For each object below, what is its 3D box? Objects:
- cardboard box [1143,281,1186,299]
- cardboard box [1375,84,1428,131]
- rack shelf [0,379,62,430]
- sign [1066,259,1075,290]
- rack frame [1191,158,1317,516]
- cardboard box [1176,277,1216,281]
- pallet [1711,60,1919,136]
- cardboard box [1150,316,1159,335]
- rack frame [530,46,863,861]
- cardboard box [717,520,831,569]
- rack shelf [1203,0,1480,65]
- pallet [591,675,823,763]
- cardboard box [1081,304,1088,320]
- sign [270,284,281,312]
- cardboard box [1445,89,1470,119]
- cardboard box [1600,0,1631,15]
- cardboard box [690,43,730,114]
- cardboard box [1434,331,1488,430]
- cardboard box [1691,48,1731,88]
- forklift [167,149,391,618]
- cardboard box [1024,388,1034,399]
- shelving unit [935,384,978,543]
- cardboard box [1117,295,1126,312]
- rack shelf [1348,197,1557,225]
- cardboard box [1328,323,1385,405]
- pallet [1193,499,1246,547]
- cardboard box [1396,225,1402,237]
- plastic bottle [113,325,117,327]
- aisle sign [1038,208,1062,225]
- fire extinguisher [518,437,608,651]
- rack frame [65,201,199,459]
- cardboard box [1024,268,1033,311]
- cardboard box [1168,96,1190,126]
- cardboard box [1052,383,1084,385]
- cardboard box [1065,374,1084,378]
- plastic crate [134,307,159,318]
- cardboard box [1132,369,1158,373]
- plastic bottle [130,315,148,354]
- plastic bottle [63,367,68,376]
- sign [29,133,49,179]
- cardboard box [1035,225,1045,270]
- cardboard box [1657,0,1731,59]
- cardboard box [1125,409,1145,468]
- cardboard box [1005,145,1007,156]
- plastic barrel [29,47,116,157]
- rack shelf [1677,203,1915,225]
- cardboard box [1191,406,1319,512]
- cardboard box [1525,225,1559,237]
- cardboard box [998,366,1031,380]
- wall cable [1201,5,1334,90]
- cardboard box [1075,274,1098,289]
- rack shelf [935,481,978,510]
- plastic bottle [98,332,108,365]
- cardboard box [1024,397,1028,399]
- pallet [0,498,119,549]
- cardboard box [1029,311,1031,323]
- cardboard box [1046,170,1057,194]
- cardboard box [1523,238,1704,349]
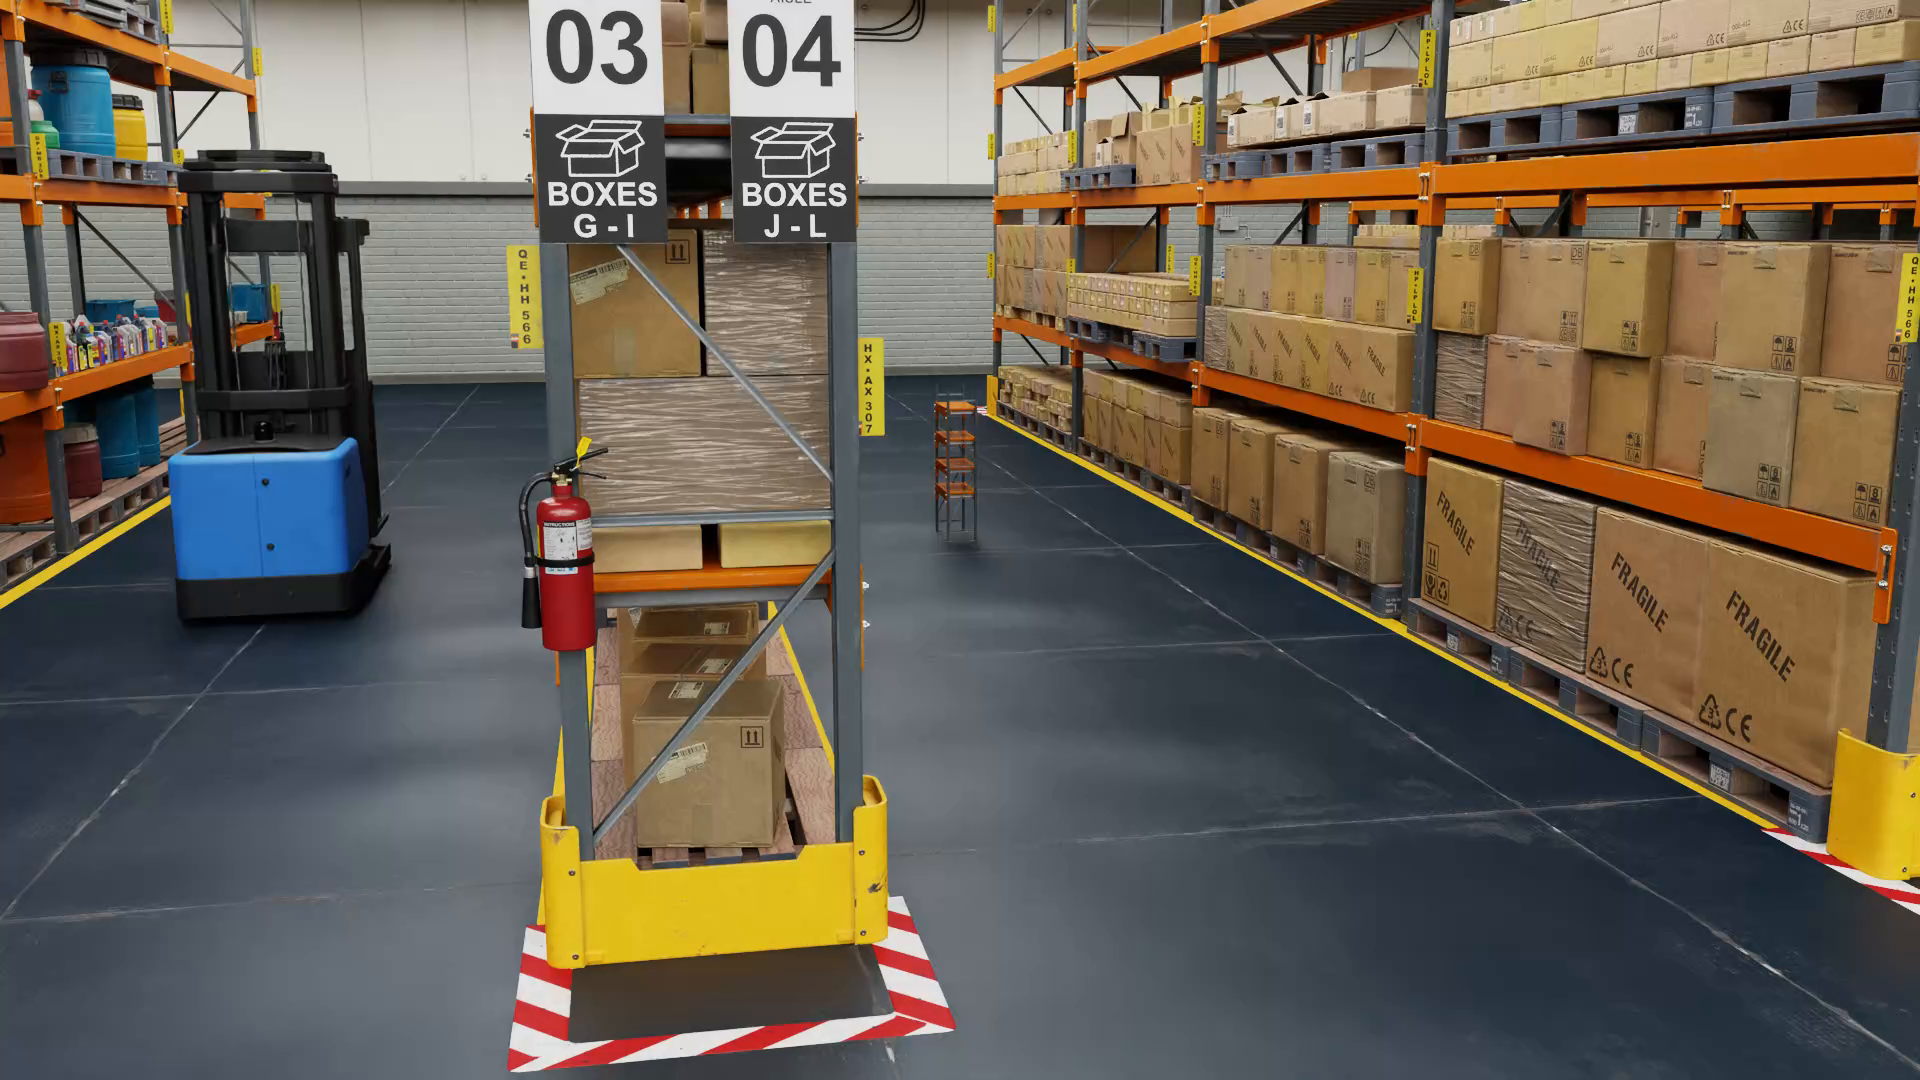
[{"bbox_3d":[1.851,-2.237,14.883,0.380,0.149,0.250,-2,11,-9],"label":"cardboard box"},{"bbox_3d":[2.977,-2.740,10.556,0.500,0.250,0.500,-2,11,-10],"label":"cardboard box"},{"bbox_3d":[-6.861,-0.632,10.418,1.077,0.370,4.000,-2,11,-11],"label":"rack shelf"},{"bbox_3d":[1.185,-2.832,17.737,0.100,0.325,0.005,-2,11,-11],"label":"sign"},{"bbox_3d":[2.494,-1.694,14.075,1.000,3.000,0.127,-2,11,-11],"label":"rack frame"},{"bbox_3d":[2.292,-2.448,15.993,0.380,0.149,0.250,-2,11,-12],"label":"cardboard box"},{"bbox_3d":[3.895,-1.793,6.807,1.003,0.211,1.213,-2,11,-11],"label":"pallet"},{"bbox_3d":[1.900,-1.896,14.686,0.380,0.149,0.250,-2,11,-11],"label":"cardboard box"},{"bbox_3d":[-0.835,-0.065,5.516,1.000,3.000,0.127,-2,11,-11],"label":"rack frame"},{"bbox_3d":[-0.657,-0.003,5.859,0.380,0.149,0.250,-2,11,-11],"label":"cardboard box"},{"bbox_3d":[2.883,-3.725,11.691,1.077,0.370,4.000,-2,11,-11],"label":"rack shelf"},{"bbox_3d":[-1.207,0.917,7.813,1.003,0.211,1.213,-2,11,-11],"label":"pallet"},{"bbox_3d":[1.445,-2.325,16.938,0.380,0.149,0.250,-2,11,-11],"label":"cardboard box"},{"bbox_3d":[-8.269,-2.923,20.093,0.100,0.325,0.005,-2,11,-11],"label":"sign"},{"bbox_3d":[3.009,-2.487,9.499,0.380,0.149,0.250,-2,11,-12],"label":"cardboard box"},{"bbox_3d":[3.305,-2.600,7.959,0.380,0.149,0.250,-2,11,-11],"label":"cardboard box"},{"bbox_3d":[-0.676,-1.563,5.763,0.500,0.250,0.500,-2,11,-9],"label":"cardboard box"},{"bbox_3d":[3.355,-0.967,9.853,0.875,0.550,0.550,-2,11,-11],"label":"cardboard box"},{"bbox_3d":[3.454,-2.068,7.297,0.380,0.149,0.250,-2,11,-12],"label":"cardboard box"},{"bbox_3d":[-4.663,-1.180,11.555,1.130,2.935,3.031,-2,11,-13],"label":"forklift"},{"bbox_3d":[1.008,-1.818,20.430,0.380,0.149,0.250,-3,11,-14],"label":"cardboard box"},{"bbox_3d":[-0.032,-0.620,13.244,0.258,1.200,0.503,-2,11,-11],"label":"shelving unit"},{"bbox_3d":[1.698,-2.234,15.663,0.380,0.149,0.250,-2,11,-10],"label":"cardboard box"},{"bbox_3d":[6.162,-4.113,20.687,1.077,0.370,4.000,-2,11,-11],"label":"rack shelf"},{"bbox_3d":[2.810,-1.188,11.150,0.500,0.500,0.500,-2,11,-12],"label":"cardboard box"},{"bbox_3d":[2.573,-0.177,13.562,1.003,0.211,1.213,-2,11,-11],"label":"pallet"},{"bbox_3d":[5.802,-3.953,21.264,0.380,0.149,0.250,-2,11,-10],"label":"cardboard box"},{"bbox_3d":[-7.584,-1.795,14.947,0.097,0.271,0.097,0,11,0],"label":"plastic bottle"},{"bbox_3d":[1.218,-4.463,21.668,0.394,0.787,0.004,-2,11,-11],"label":"aisle sign"},{"bbox_3d":[-1.265,0.011,5.325,0.296,0.674,0.183,-2,11,-11],"label":"fire extinguisher"},{"bbox_3d":[-8.028,-2.086,16.133,1.000,3.000,0.127,-2,11,-11],"label":"rack frame"},{"bbox_3d":[1.071,-2.983,19.786,0.500,0.500,0.500,-2,11,-12],"label":"cardboard box"},{"bbox_3d":[2.046,-3.751,14.545,0.396,0.266,0.258,-2,11,-11],"label":"cardboard box"},{"bbox_3d":[1.273,-1.723,19.136,0.380,0.149,0.250,-2,11,-9],"label":"cardboard box"},{"bbox_3d":[1.494,-1.931,20.230,0.380,0.149,0.250,-3,11,-13],"label":"cardboard box"},{"bbox_3d":[-8.766,-2.413,18.138,0.416,0.233,0.300,-2,11,-11],"label":"plastic crate"},{"bbox_3d":[2.108,-1.647,17.384,0.500,0.250,0.500,-2,11,-13],"label":"cardboard box"},{"bbox_3d":[-7.492,-1.871,15.136,0.144,0.351,0.185,-2,11,-11],"label":"plastic bottle"},{"bbox_3d":[-7.031,-1.386,12.986,0.097,0.201,0.097,0,11,0],"label":"plastic bottle"},{"bbox_3d":[-6.711,-2.796,12.120,0.100,0.325,0.005,-2,11,-11],"label":"sign"},{"bbox_3d":[1.167,-3.380,19.193,0.500,0.500,0.500,-2,11,-10],"label":"cardboard box"},{"bbox_3d":[3.487,-2.292,7.408,0.500,0.250,0.500,-2,11,-11],"label":"cardboard box"},{"bbox_3d":[1.893,-0.975,15.861,0.500,0.500,0.500,-3,11,-14],"label":"cardboard box"},{"bbox_3d":[0.777,-4.935,21.078,0.380,0.149,0.250,-2,11,-11],"label":"cardboard box"},{"bbox_3d":[-7.546,-3.704,14.151,0.600,0.901,0.708,-2,11,-11],"label":"plastic barrel"},{"bbox_3d":[11.031,-4.294,21.638,1.077,0.370,4.000,-2,11,-11],"label":"rack shelf"},{"bbox_3d":[2.524,-0.680,13.642,1.050,0.750,0.750,-2,11,-12],"label":"cardboard box"},{"bbox_3d":[6.745,-3.553,19.163,0.380,0.149,0.250,-2,11,-12],"label":"cardboard box"},{"bbox_3d":[0.706,-2.151,21.386,0.380,0.149,0.250,-3,11,-14],"label":"cardboard box"},{"bbox_3d":[5.129,-7.367,27.834,2.355,3.000,0.029,-2,11,-11],"label":"wall cable"},{"bbox_3d":[1.401,-2.663,17.123,0.380,0.149,0.250,-2,11,-9],"label":"cardboard box"},{"bbox_3d":[-0.032,-0.359,13.294,0.258,0.148,0.480,-2,11,-11],"label":"rack shelf"},{"bbox_3d":[-7.237,-1.614,13.999,0.097,0.271,0.097,0,11,0],"label":"plastic bottle"},{"bbox_3d":[0.997,-1.675,20.476,0.380,0.149,0.250,-2,11,-11],"label":"cardboard box"},{"bbox_3d":[-7.444,-0.125,13.291,1.003,0.211,1.213,-2,11,-11],"label":"pallet"},{"bbox_3d":[1.032,-2.682,19.939,0.380,0.149,0.250,-2,11,-9],"label":"cardboard box"},{"bbox_3d":[1.270,-4.000,18.568,0.500,0.250,0.500,-2,11,-11],"label":"cardboard box"},{"bbox_3d":[3.501,-1.295,8.689,0.875,0.550,0.550,-2,11,-11],"label":"cardboard box"}]
